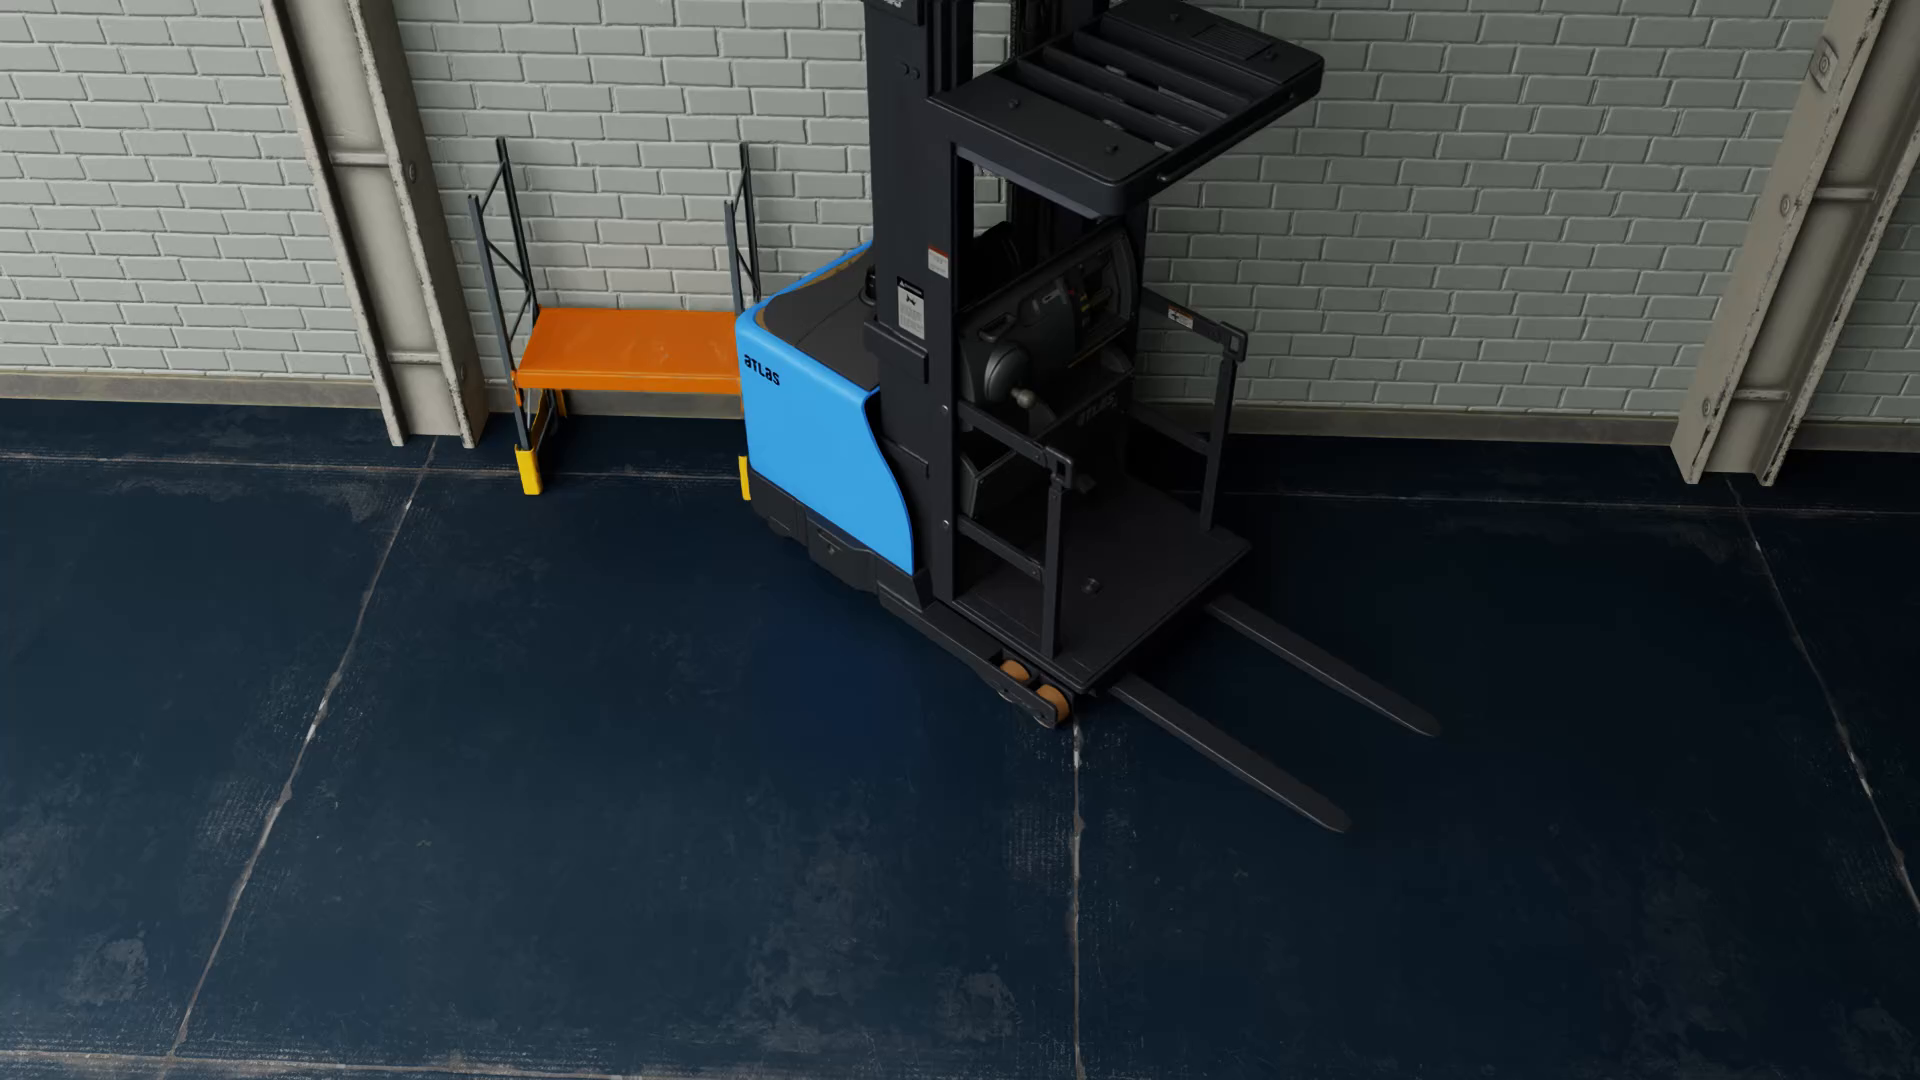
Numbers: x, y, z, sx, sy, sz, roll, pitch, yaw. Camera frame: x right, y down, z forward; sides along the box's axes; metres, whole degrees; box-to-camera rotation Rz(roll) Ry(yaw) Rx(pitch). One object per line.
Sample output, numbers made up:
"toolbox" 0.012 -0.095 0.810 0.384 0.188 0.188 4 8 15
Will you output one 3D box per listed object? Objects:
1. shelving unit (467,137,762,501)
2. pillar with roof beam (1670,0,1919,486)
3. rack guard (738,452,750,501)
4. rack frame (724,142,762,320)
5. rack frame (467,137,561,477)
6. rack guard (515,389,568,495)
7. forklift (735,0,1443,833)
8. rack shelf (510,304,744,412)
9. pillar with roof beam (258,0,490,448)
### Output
"shelving unit" -1.427 -0.944 7.240 1.083 1.500 0.587 2 42 1
"pillar with roof beam" 3.336 -0.719 1.505 0.400 9.000 9.100 2 43 2
"rack guard" -0.932 -0.467 7.648 0.087 0.250 0.587 2 42 1
"rack frame" -0.910 -0.930 7.228 0.032 1.500 0.500 2 42 1
"rack frame" -1.926 -0.958 7.251 0.032 1.500 0.500 2 42 1
"rack guard" -1.928 -0.495 7.671 0.087 0.250 0.587 2 42 1
"forklift" 0.486 -0.742 5.982 3.031 2.935 1.130 33 52 30
"rack shelf" -1.419 -0.811 7.360 1.000 0.185 0.538 2 42 1
"pillar with roof beam" -2.658 -0.903 1.703 0.400 9.000 9.100 2 43 2
